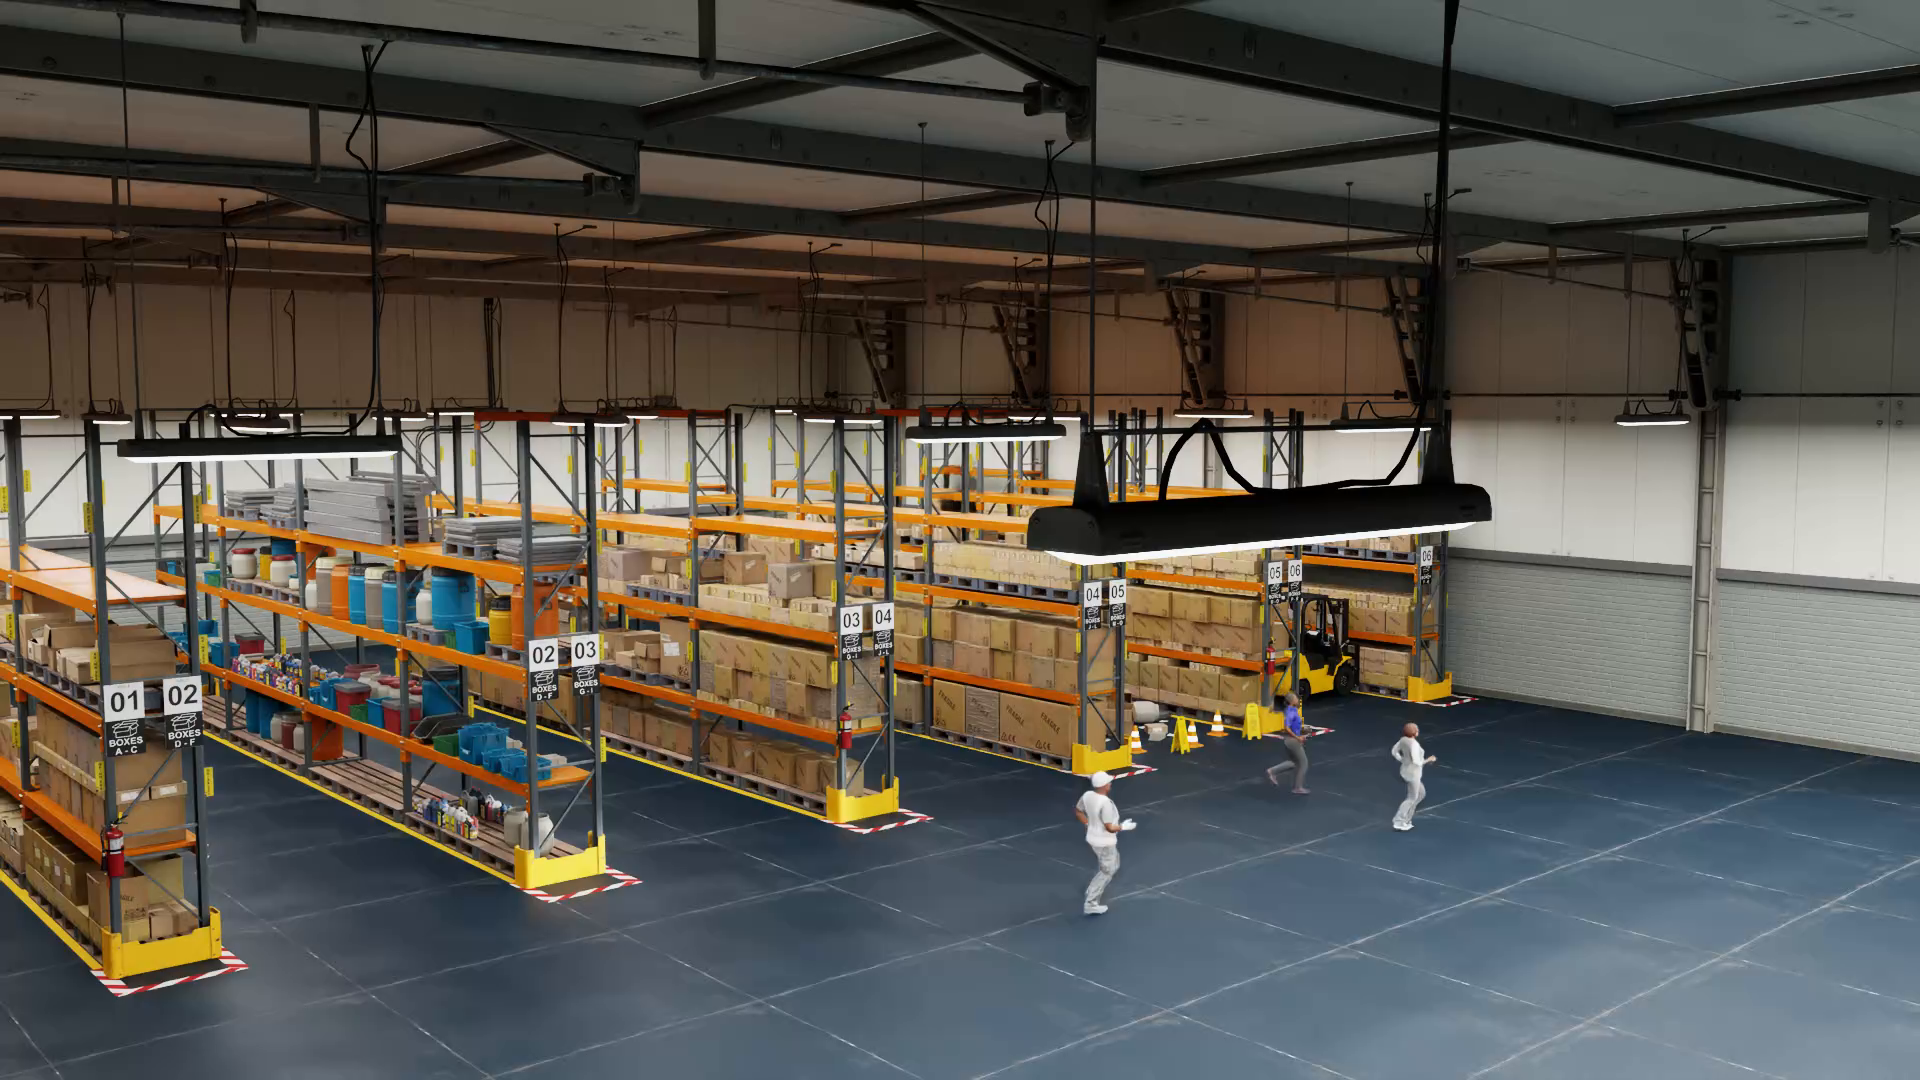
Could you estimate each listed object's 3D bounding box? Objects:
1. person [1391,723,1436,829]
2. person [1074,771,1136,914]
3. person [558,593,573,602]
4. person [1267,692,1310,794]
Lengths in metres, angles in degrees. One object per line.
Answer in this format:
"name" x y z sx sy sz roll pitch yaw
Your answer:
"person" 6.567 3.422 24.087 0.608 1.588 0.516 0 5 -5
"person" 1.793 3.666 20.264 0.629 1.743 0.656 -2 5 -17
"person" -9.555 1.983 39.965 0.714 1.690 0.621 2 5 20
"person" 5.223 3.216 26.370 0.678 1.612 0.607 0 5 6
